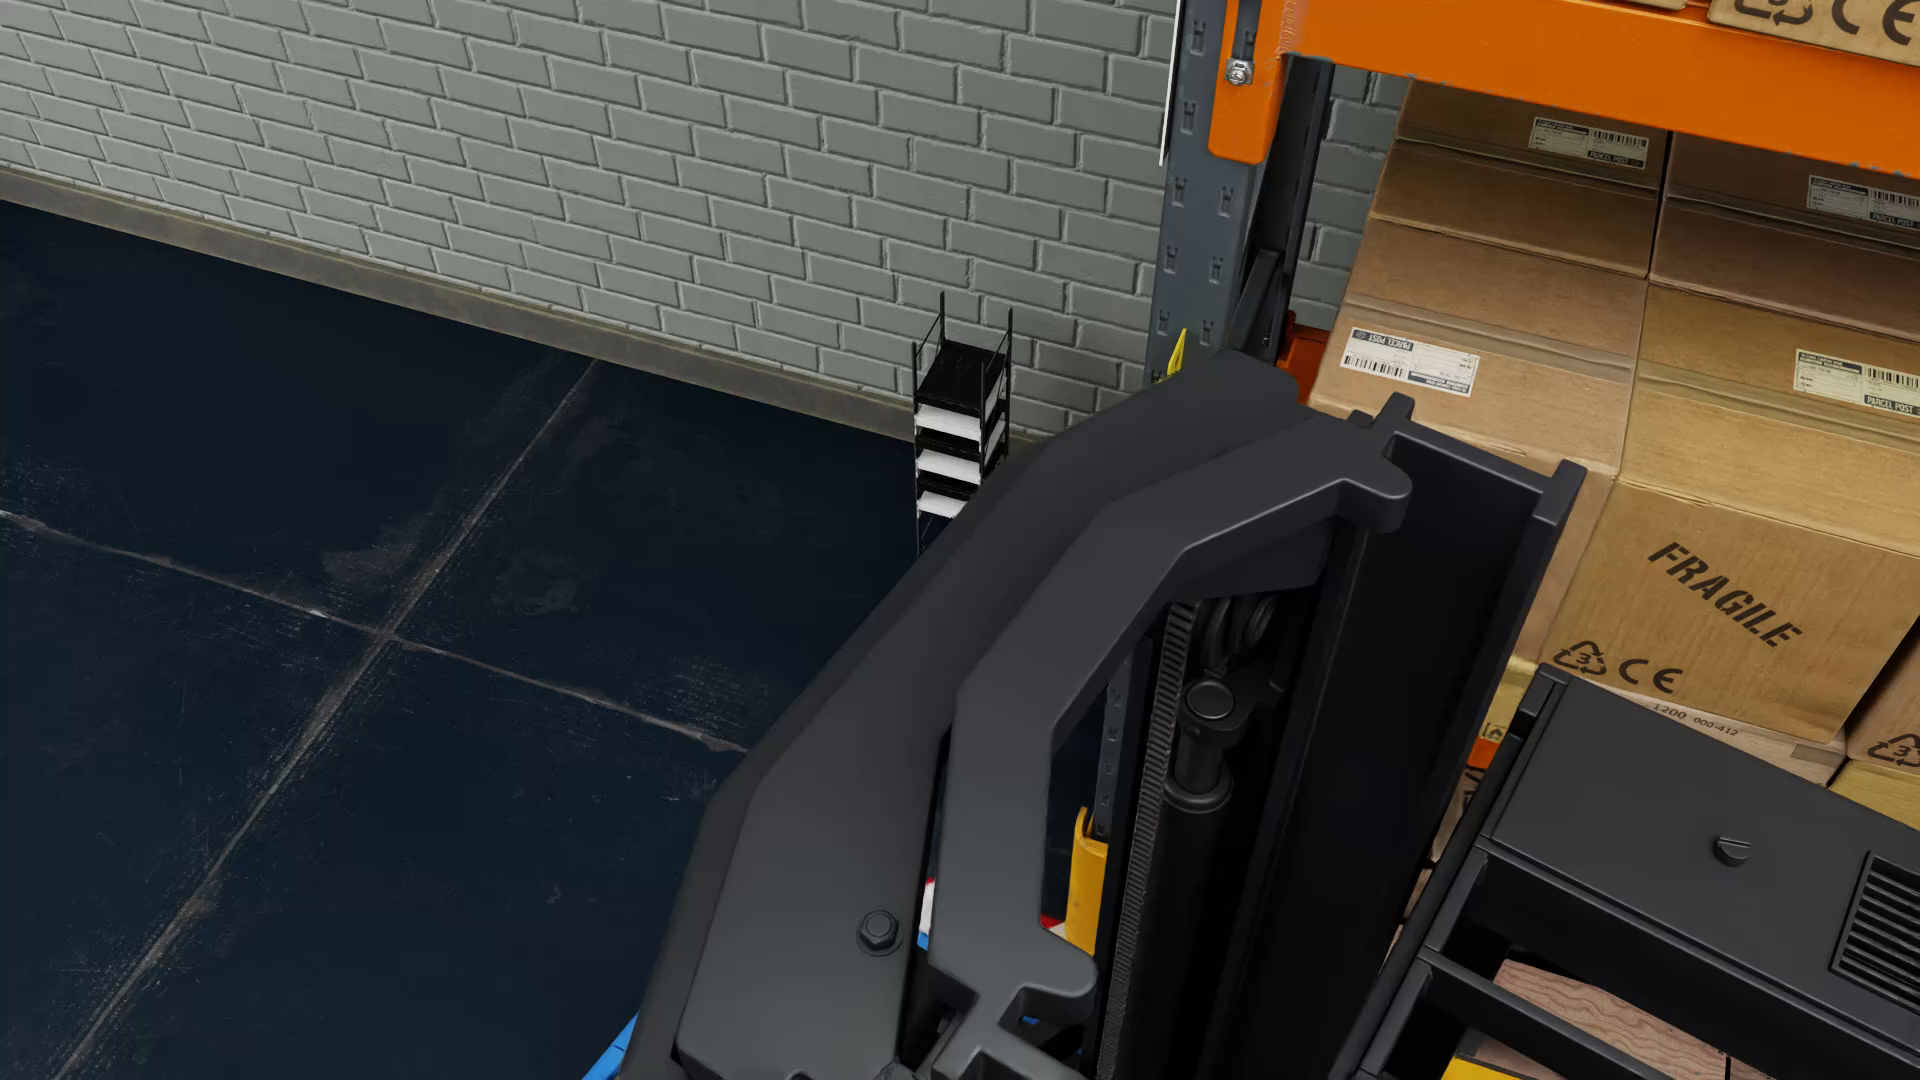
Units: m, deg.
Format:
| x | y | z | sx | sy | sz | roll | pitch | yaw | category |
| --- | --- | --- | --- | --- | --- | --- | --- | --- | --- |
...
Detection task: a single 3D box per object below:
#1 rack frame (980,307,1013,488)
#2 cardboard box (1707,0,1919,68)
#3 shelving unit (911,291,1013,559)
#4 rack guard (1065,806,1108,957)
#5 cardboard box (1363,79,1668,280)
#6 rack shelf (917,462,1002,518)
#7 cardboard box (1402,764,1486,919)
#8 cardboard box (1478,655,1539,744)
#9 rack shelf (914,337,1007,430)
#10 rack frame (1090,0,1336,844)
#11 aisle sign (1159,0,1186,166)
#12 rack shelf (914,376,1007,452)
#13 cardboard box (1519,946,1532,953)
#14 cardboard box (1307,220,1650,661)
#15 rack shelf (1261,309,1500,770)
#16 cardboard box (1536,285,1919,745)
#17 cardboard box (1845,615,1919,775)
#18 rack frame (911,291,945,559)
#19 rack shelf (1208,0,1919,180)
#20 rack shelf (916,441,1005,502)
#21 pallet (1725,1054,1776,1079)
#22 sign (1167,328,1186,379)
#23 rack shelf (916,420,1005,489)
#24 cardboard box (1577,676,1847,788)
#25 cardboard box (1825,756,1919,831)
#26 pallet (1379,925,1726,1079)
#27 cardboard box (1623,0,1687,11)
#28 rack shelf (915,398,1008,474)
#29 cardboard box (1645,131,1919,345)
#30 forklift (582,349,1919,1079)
| x | y | z | sx | sy | sz | roll | pitch | yaw | category |
| --- | --- | --- | --- | --- | --- | --- | --- | --- | --- |
| 0.103 | -0.266 | 4.885 | 0.006 | 0.900 | 0.240 | 16 | 51 | 13 | rack frame |
| 1.268 | -0.909 | 1.988 | 0.500 | 0.500 | 0.500 | 19 | 52 | 16 | cardboard box |
| 0.007 | -0.293 | 4.908 | 0.210 | 0.900 | 0.258 | 16 | 51 | 13 | shelving unit |
| 0.621 | 0.521 | 4.468 | 0.348 | 0.500 | 1.175 | 16 | 51 | 13 | rack guard |
| 1.065 | -0.548 | 3.330 | 0.500 | 0.500 | 0.500 | 15 | 51 | 13 | cardboard box |
| 0.008 | -0.153 | 5.069 | 0.200 | 0.077 | 0.258 | 16 | 51 | 13 | rack shelf |
| 1.167 | 0.664 | 4.178 | 0.500 | 0.311 | 0.500 | 10 | 50 | 9 | cardboard box |
| 0.897 | 0.078 | 3.284 | 0.500 | 0.250 | 0.500 | 14 | 51 | 12 | cardboard box |
| 0.007 | -0.448 | 4.729 | 0.200 | 0.077 | 0.258 | 16 | 51 | 13 | rack shelf |
| 0.549 | -0.318 | 3.541 | 0.127 | 3.000 | 1.000 | 16 | 51 | 13 | rack frame |
| 0.378 | -0.976 | 2.390 | 0.004 | 0.787 | 0.394 | 16 | 51 | 13 | aisle sign |
| 0.007 | -0.389 | 4.797 | 0.200 | 0.077 | 0.258 | 16 | 51 | 13 | rack shelf |
| 1.702 | 0.813 | 4.049 | 0.500 | 0.311 | 0.500 | 19 | 52 | 16 | cardboard box |
| 0.893 | -0.183 | 3.013 | 0.500 | 0.500 | 0.500 | 16 | 51 | 13 | cardboard box |
| 2.425 | 0.441 | 3.358 | 4.000 | 0.370 | 1.077 | 16 | 51 | 13 | rack shelf |
| 1.353 | -0.046 | 2.895 | 0.500 | 0.500 | 0.500 | 16 | 51 | 13 | cardboard box |
| 1.836 | 0.093 | 2.774 | 0.500 | 0.500 | 0.500 | 14 | 51 | 12 | cardboard box |
| -0.088 | -0.319 | 4.931 | 0.006 | 0.900 | 0.240 | 16 | 51 | 13 | rack frame |
| 2.425 | -0.541 | 2.225 | 4.000 | 0.370 | 1.077 | 16 | 51 | 13 | rack shelf |
| 0.007 | -0.212 | 5.001 | 0.200 | 0.077 | 0.258 | 16 | 51 | 13 | rack shelf |
| 2.511 | 1.174 | 4.093 | 1.213 | 0.211 | 1.003 | 16 | 51 | 13 | pallet |
| 0.361 | -0.217 | 2.880 | 0.005 | 0.325 | 0.100 | 16 | 51 | 13 | sign |
| 0.007 | -0.271 | 4.933 | 0.200 | 0.077 | 0.258 | 16 | 51 | 13 | rack shelf |
| 1.389 | 0.203 | 3.175 | 0.500 | 0.250 | 0.500 | 14 | 51 | 12 | cardboard box |
| 1.865 | 0.341 | 3.055 | 0.500 | 0.250 | 0.500 | 15 | 51 | 13 | cardboard box |
| 1.370 | 0.853 | 4.371 | 1.213 | 0.211 | 1.003 | 16 | 51 | 13 | pallet |
| 0.776 | -1.075 | 2.132 | 0.500 | 0.500 | 0.500 | 17 | 51 | 14 | cardboard box |
| 0.007 | -0.330 | 4.865 | 0.200 | 0.077 | 0.258 | 16 | 51 | 13 | rack shelf |
| 1.534 | -0.409 | 3.210 | 0.500 | 0.500 | 0.500 | 16 | 51 | 14 | cardboard box |
| 0.610 | 1.273 | 2.207 | 3.031 | 2.935 | 1.130 | 26 | 54 | 21 | forklift |
